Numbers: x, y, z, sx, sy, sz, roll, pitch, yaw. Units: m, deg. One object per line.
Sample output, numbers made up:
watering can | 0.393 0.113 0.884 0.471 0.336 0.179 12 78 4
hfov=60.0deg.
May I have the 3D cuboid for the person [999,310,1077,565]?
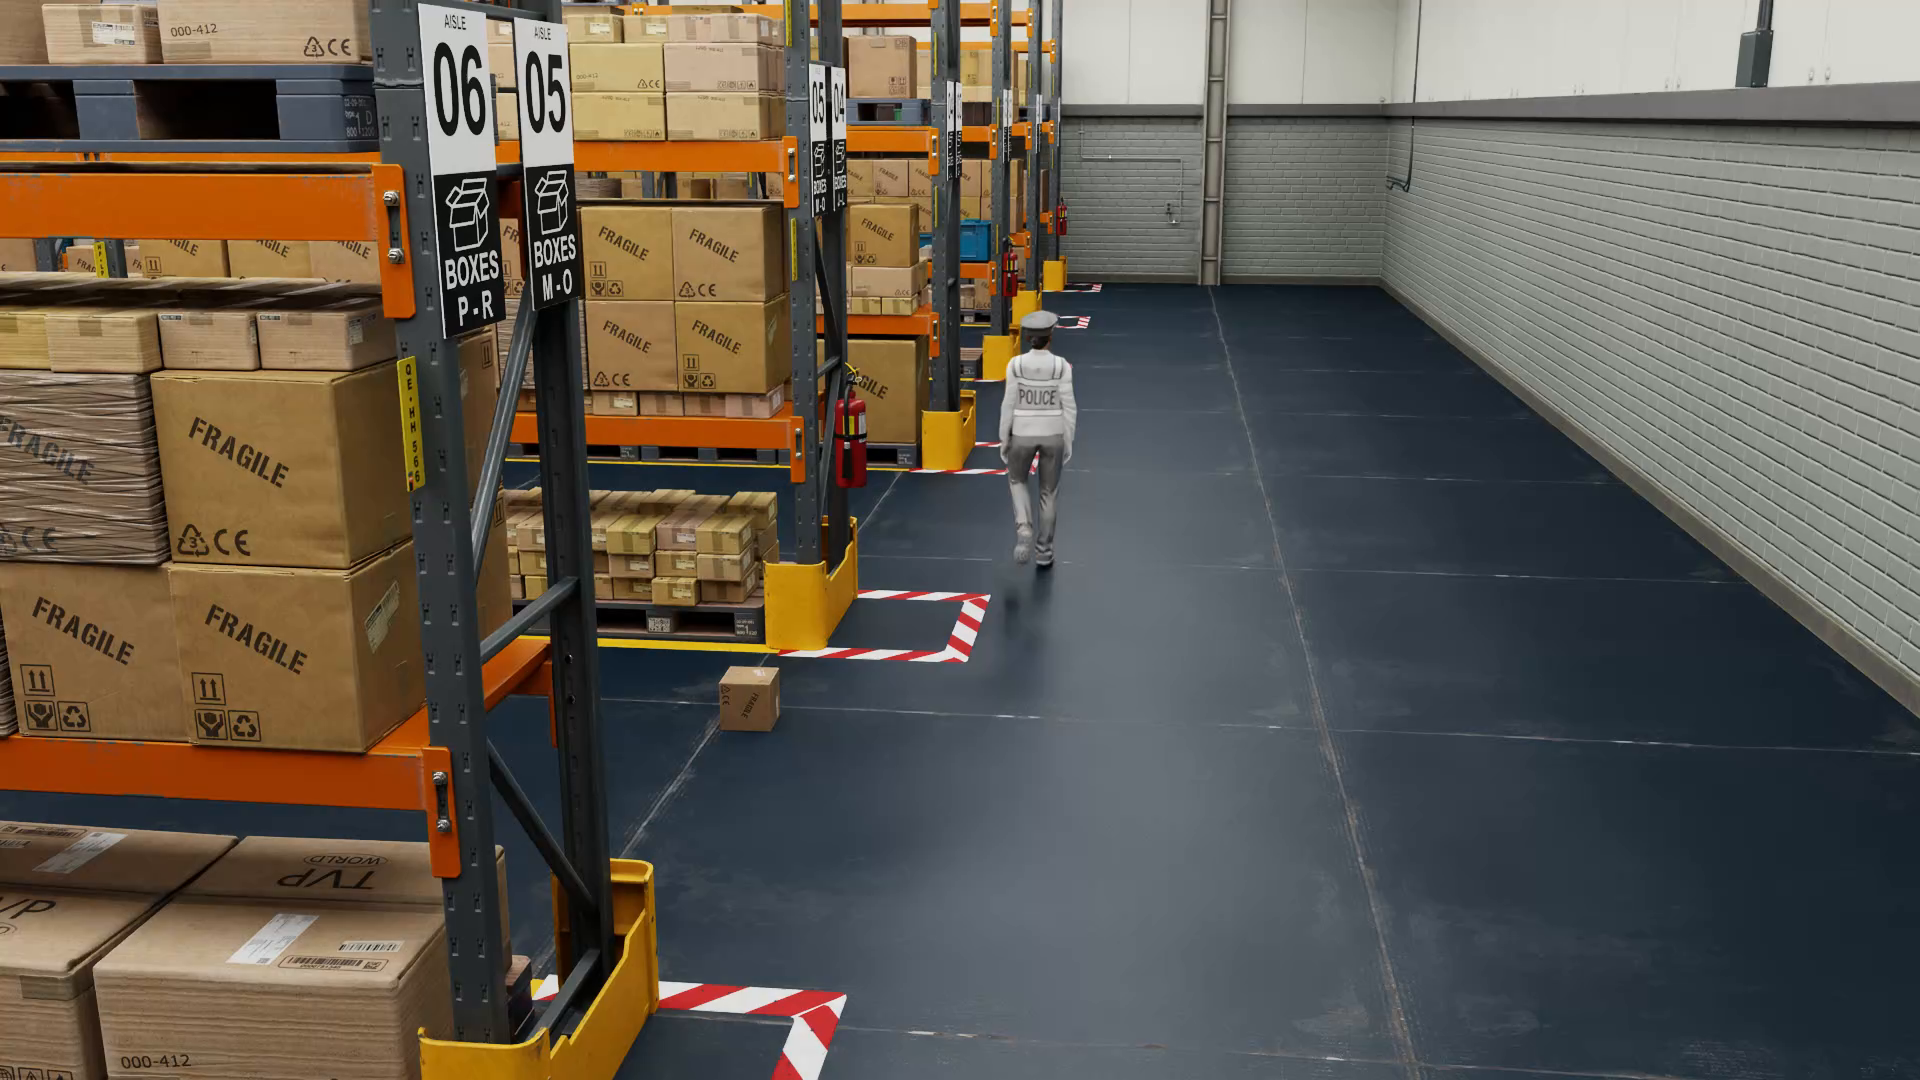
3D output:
person | 0.513 -0.666 10.950 0.507 1.679 0.433 1 14 5
